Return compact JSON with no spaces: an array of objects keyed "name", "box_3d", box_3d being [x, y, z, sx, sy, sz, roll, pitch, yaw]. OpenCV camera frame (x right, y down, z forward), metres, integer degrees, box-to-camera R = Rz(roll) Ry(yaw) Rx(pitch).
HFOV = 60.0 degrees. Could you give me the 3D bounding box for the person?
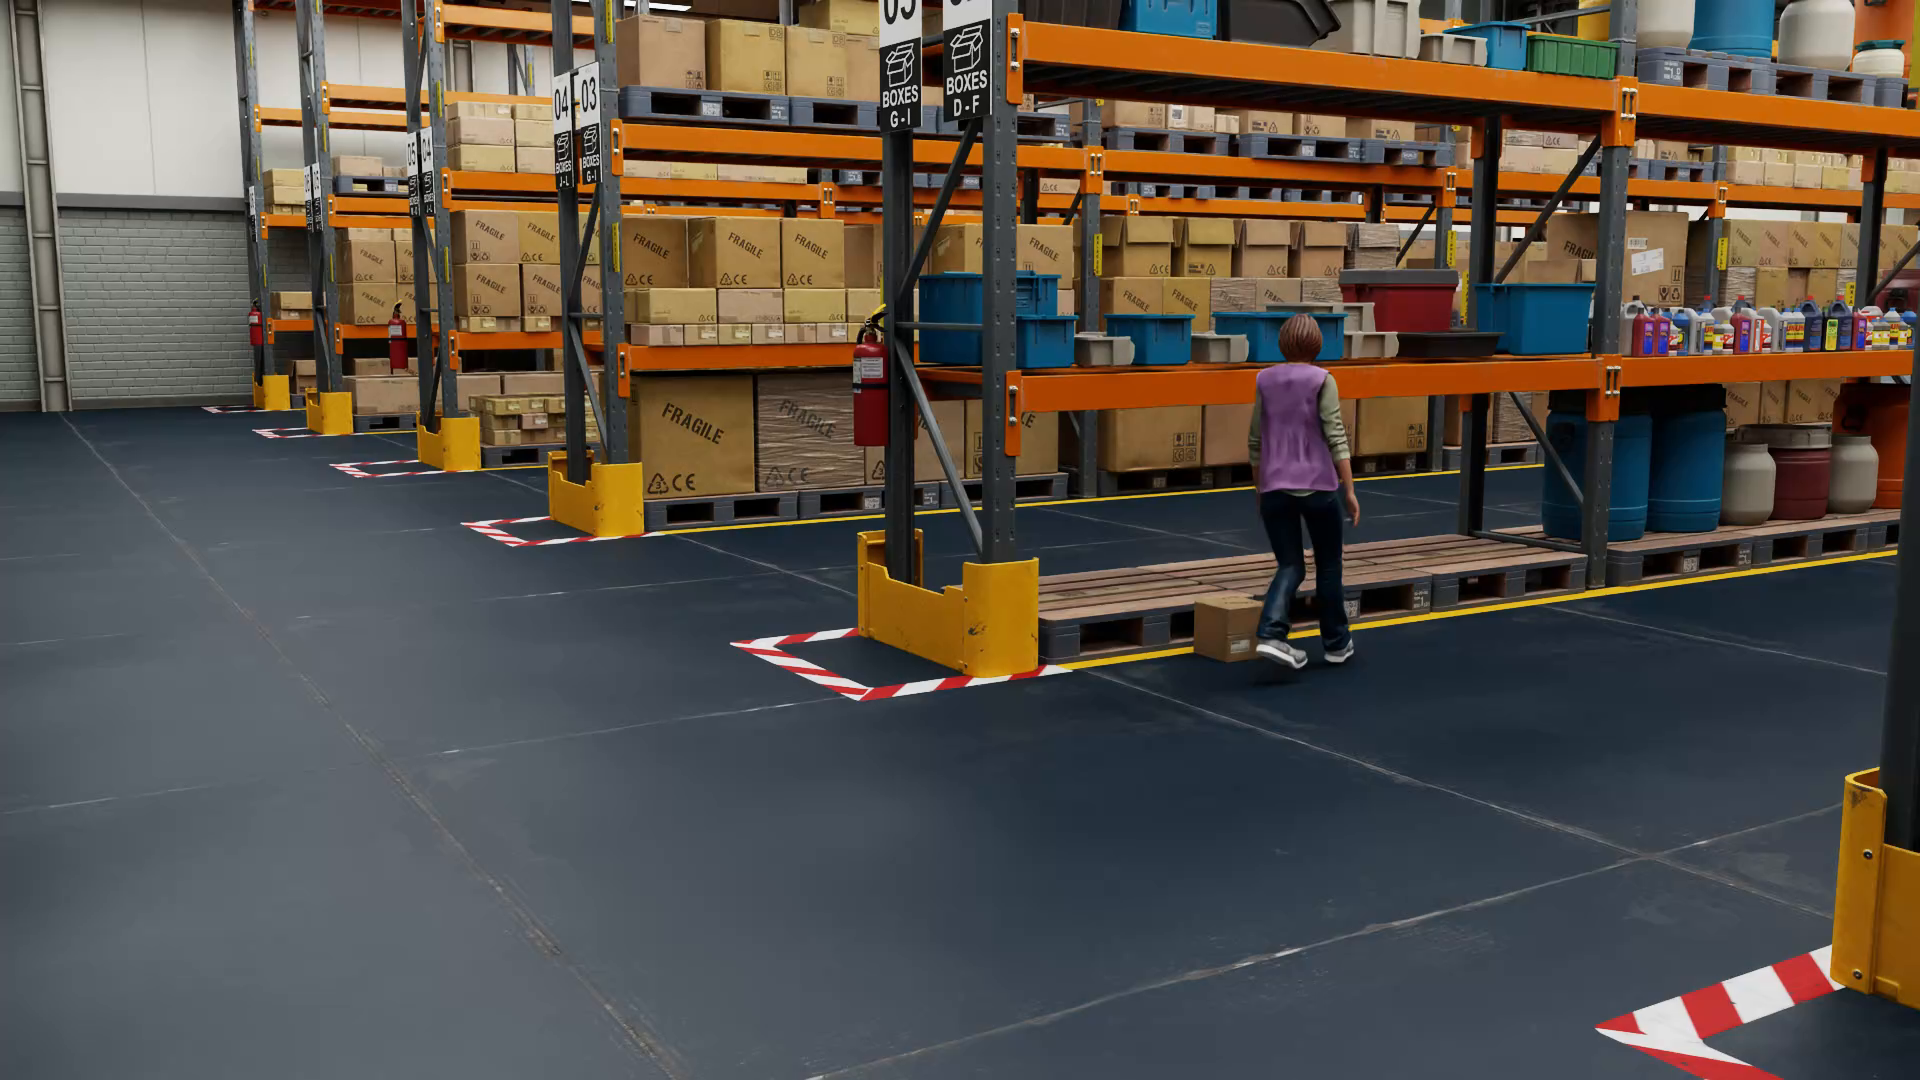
[{"name":"person","box_3d":[1.510,-0.209,7.295,0.545,1.550,0.777,4,9,27]}]
